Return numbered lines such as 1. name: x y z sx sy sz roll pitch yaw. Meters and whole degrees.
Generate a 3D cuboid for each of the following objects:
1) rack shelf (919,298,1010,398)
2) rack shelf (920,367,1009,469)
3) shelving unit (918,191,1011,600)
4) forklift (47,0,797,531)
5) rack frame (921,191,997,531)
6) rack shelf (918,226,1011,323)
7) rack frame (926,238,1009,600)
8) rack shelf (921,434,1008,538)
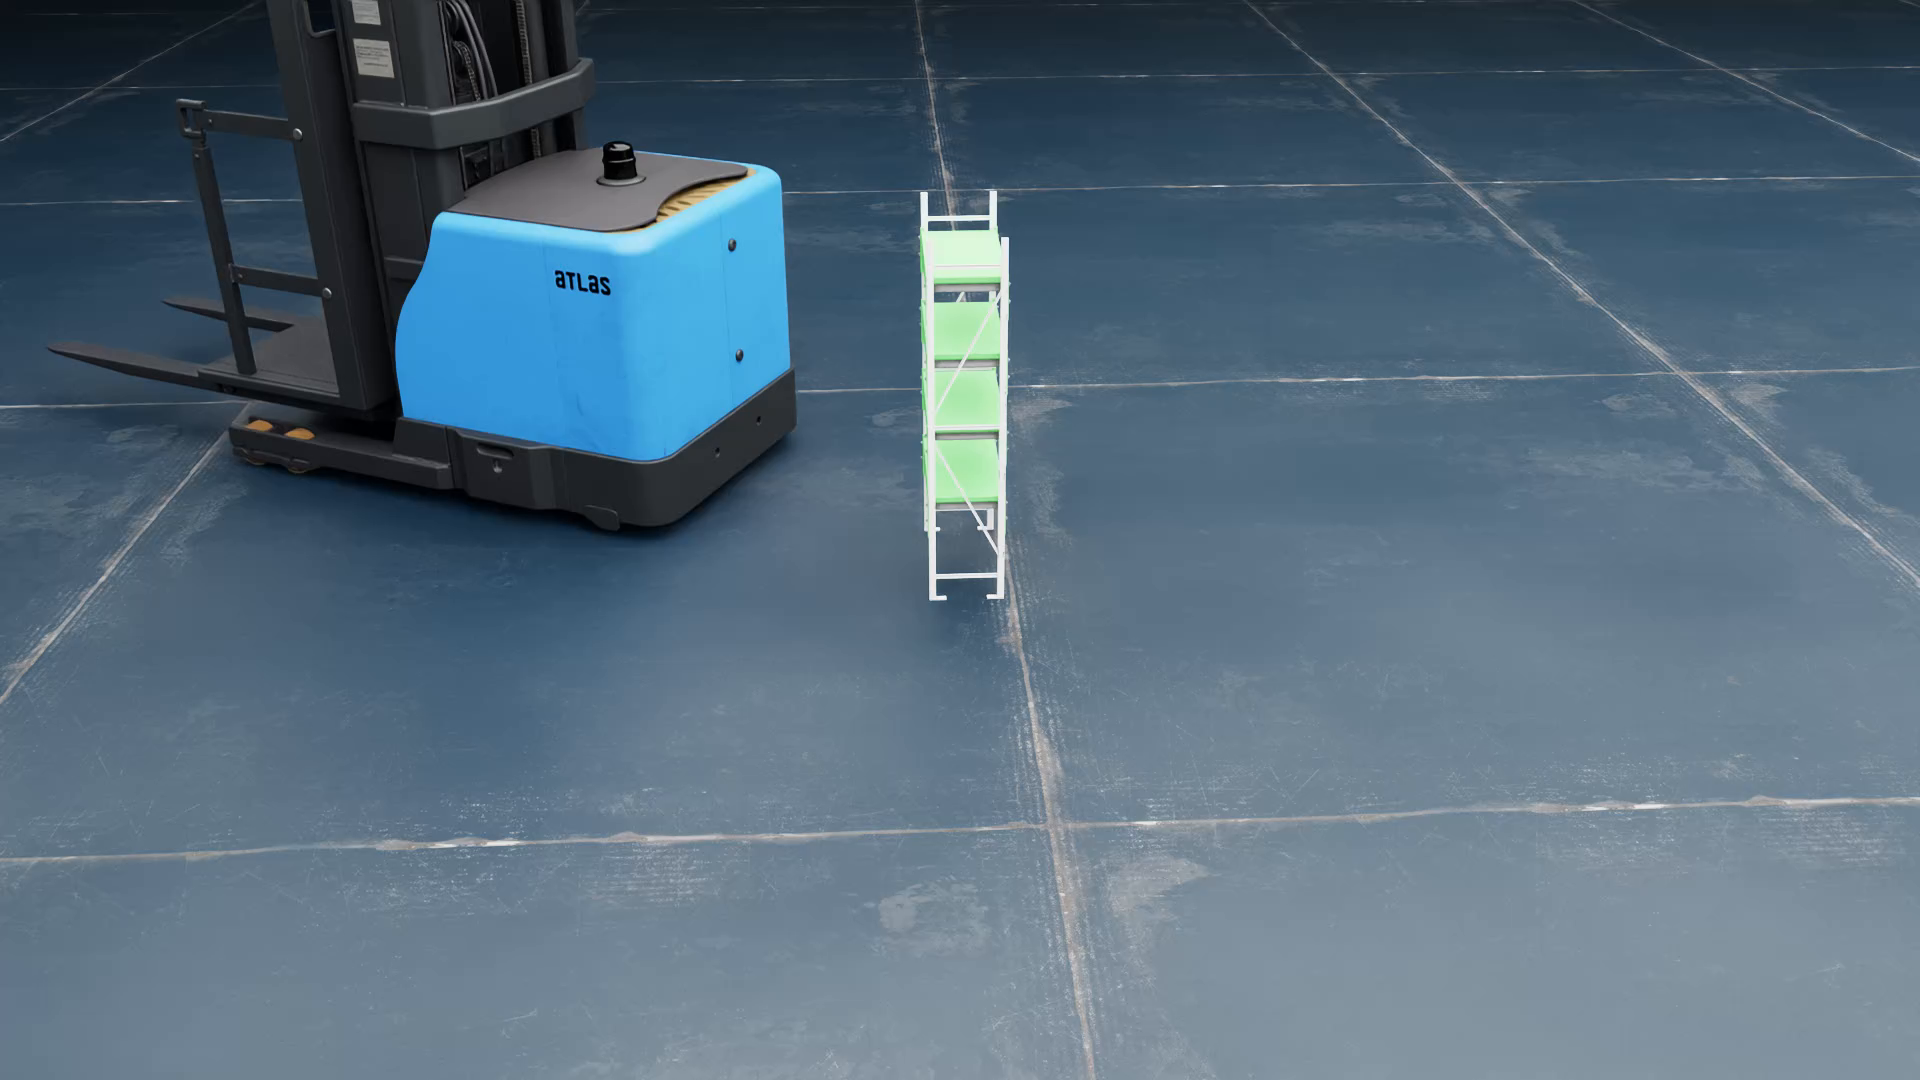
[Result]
1. rack shelf: 0.009 -0.612 5.245 0.258 0.148 0.480 -1 28 -3
2. rack shelf: 0.009 -0.399 5.356 0.258 0.148 0.480 -1 28 -3
3. shelving unit: 0.009 -0.456 5.326 0.258 1.200 0.503 -1 28 -3
4. forklift: -2.199 -1.760 5.954 3.031 2.935 1.130 11 29 20
5. rack frame: -0.004 -0.568 5.542 0.240 1.200 0.015 -1 28 -3
6. rack shelf: 0.009 -0.824 5.134 0.258 0.148 0.480 -1 28 -3
7. rack frame: 0.021 -0.343 5.110 0.240 1.200 0.015 -1 28 -3
8. rack shelf: 0.009 -0.186 5.467 0.258 0.148 0.480 -1 28 -3
